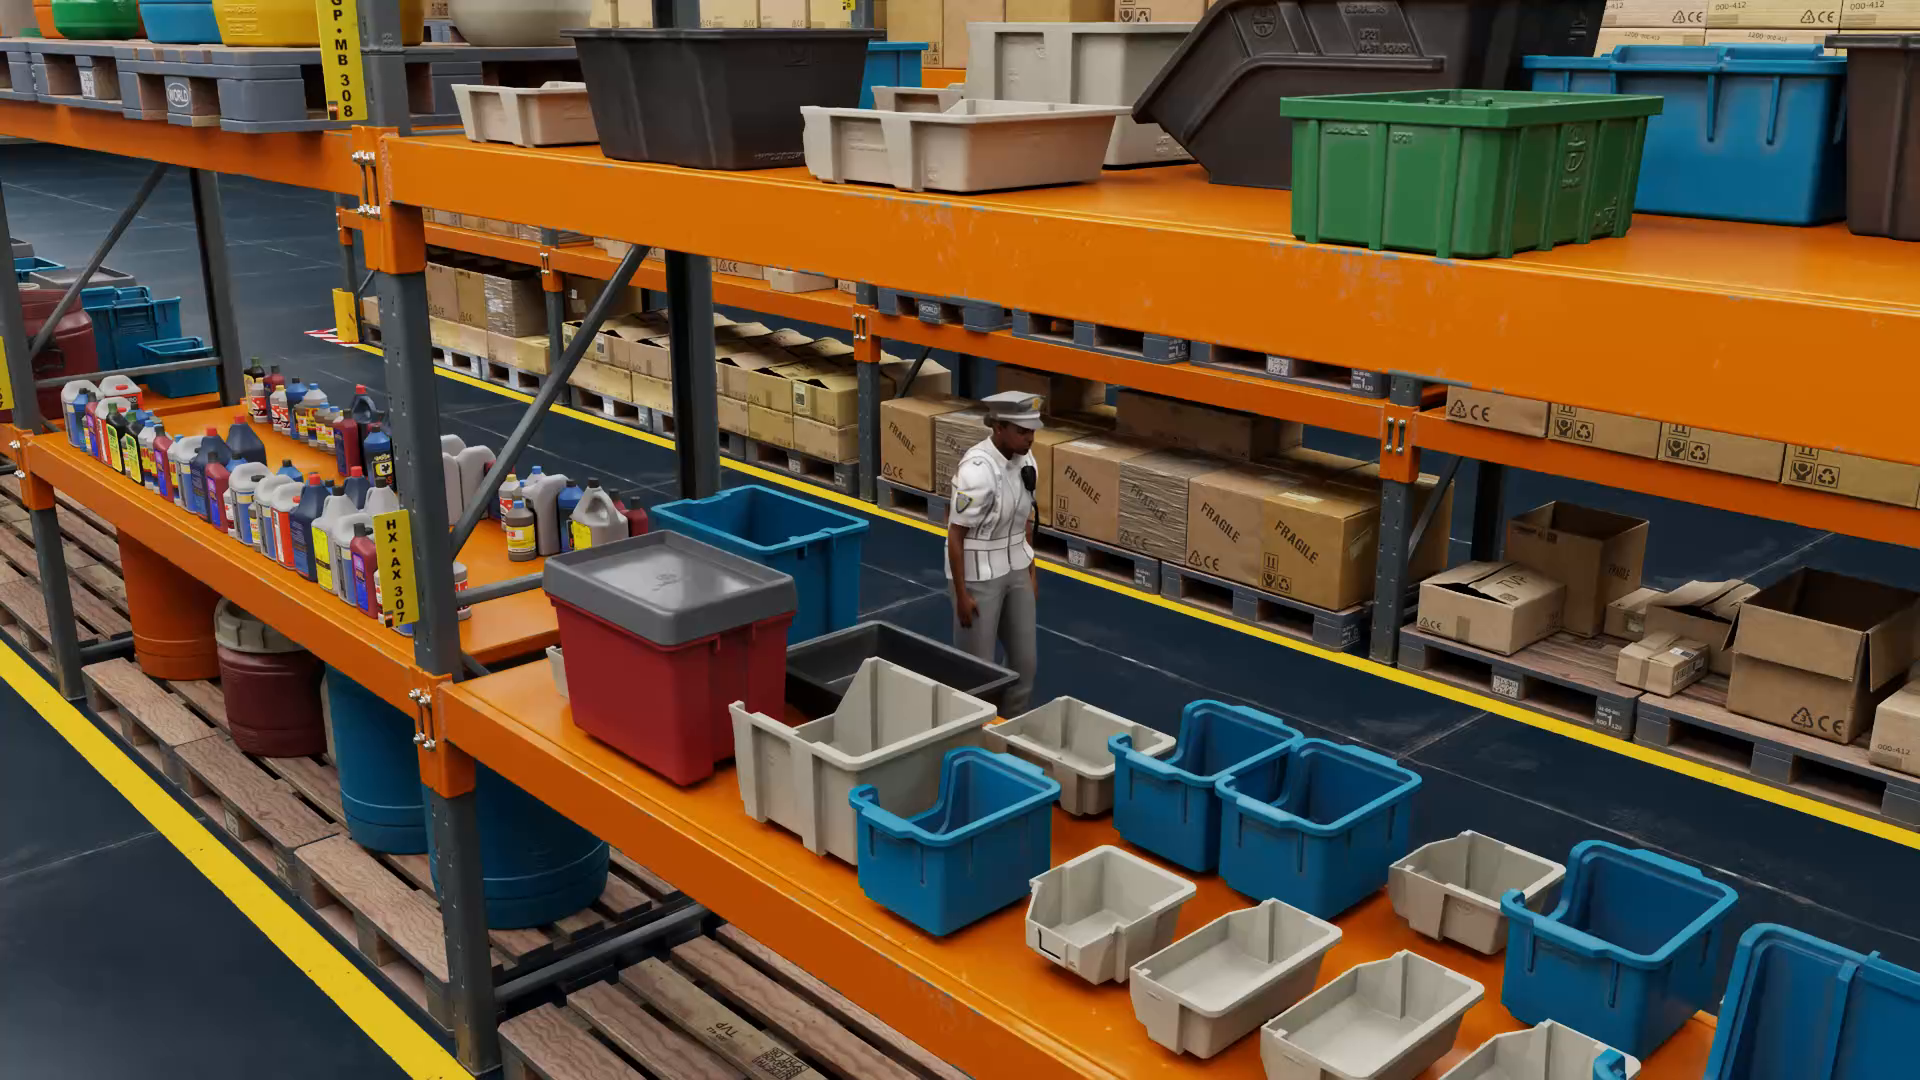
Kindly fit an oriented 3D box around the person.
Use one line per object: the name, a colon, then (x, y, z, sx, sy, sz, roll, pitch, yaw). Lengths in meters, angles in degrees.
person: (0.157, 0.190, 6.949, 0.427, 1.656, 0.518, 16, 24, 41)
